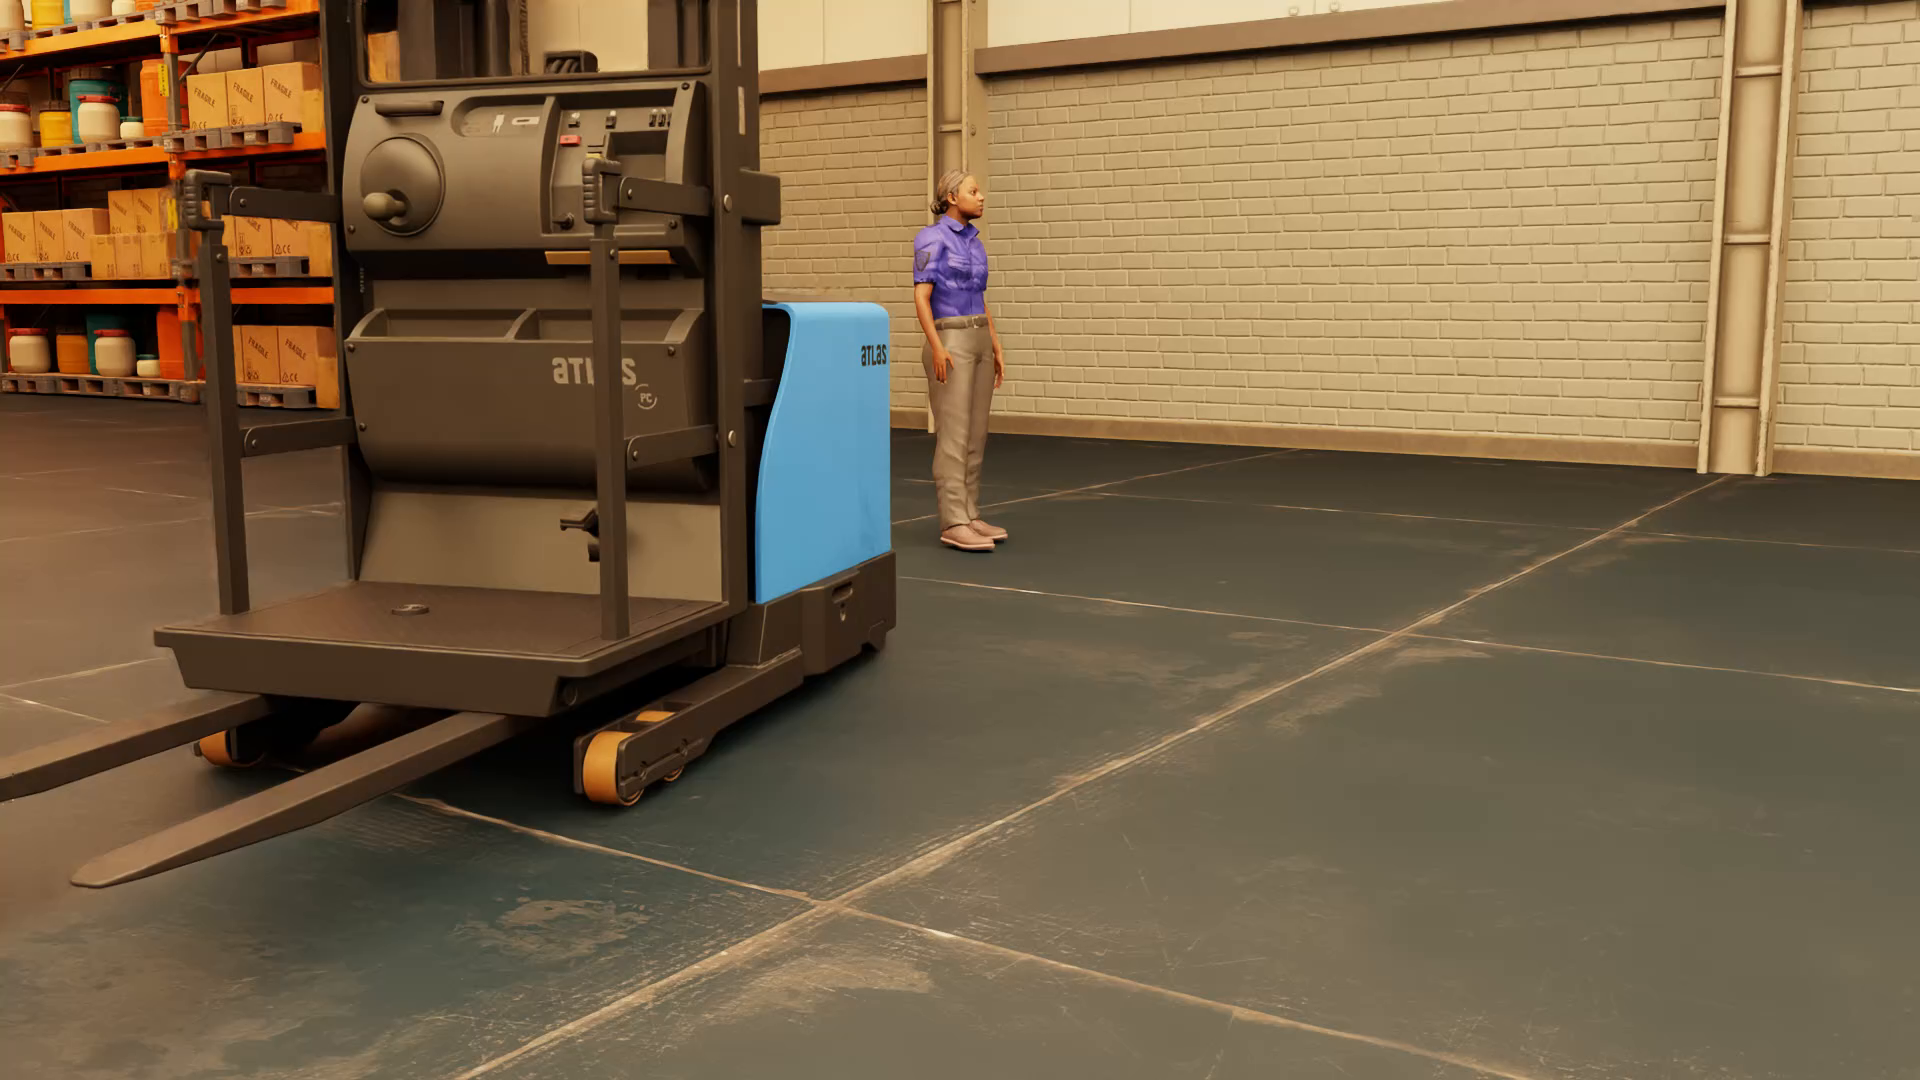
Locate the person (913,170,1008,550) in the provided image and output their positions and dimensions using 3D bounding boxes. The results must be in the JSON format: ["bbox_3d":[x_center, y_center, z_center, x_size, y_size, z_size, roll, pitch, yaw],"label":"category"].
[{"bbox_3d":[0.061,-0.817,7.421,0.504,1.654,0.569,5,10,34],"label":"person"}]

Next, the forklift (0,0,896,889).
[{"bbox_3d":[-1.129,-0.940,3.801,1.130,2.935,3.031,3,8,17],"label":"forklift"}]
